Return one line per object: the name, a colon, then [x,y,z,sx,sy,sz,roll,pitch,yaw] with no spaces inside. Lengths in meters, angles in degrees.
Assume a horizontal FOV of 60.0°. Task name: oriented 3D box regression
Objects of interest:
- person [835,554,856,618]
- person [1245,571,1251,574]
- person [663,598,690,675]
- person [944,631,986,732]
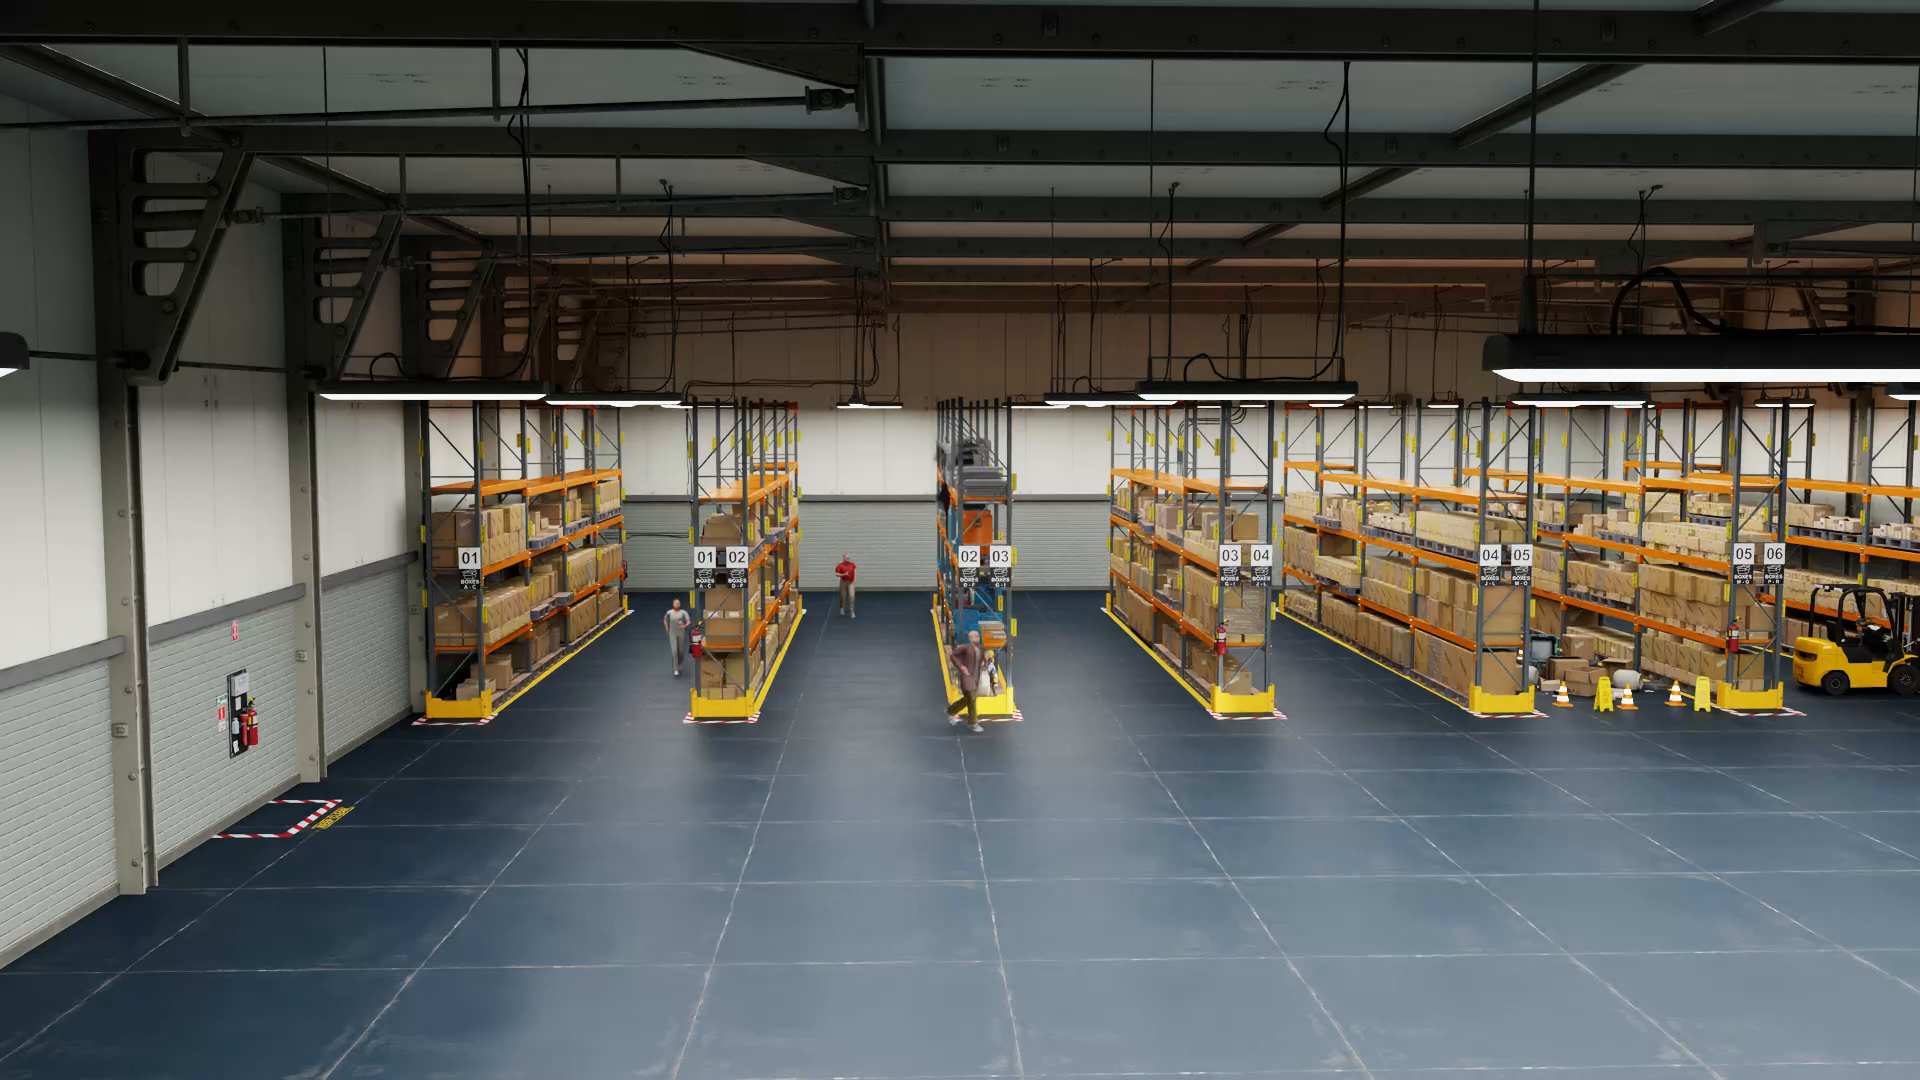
person: [-3.176,1.263,46.340,0.651,1.760,0.906,-1,5,-16]
person: [7.982,1.219,47.630,0.784,1.683,0.843,3,5,32]
person: [-6.178,2.086,36.304,0.586,1.655,0.803,-1,4,-10]
person: [0.180,2.536,30.147,0.962,1.800,0.732,4,6,40]
